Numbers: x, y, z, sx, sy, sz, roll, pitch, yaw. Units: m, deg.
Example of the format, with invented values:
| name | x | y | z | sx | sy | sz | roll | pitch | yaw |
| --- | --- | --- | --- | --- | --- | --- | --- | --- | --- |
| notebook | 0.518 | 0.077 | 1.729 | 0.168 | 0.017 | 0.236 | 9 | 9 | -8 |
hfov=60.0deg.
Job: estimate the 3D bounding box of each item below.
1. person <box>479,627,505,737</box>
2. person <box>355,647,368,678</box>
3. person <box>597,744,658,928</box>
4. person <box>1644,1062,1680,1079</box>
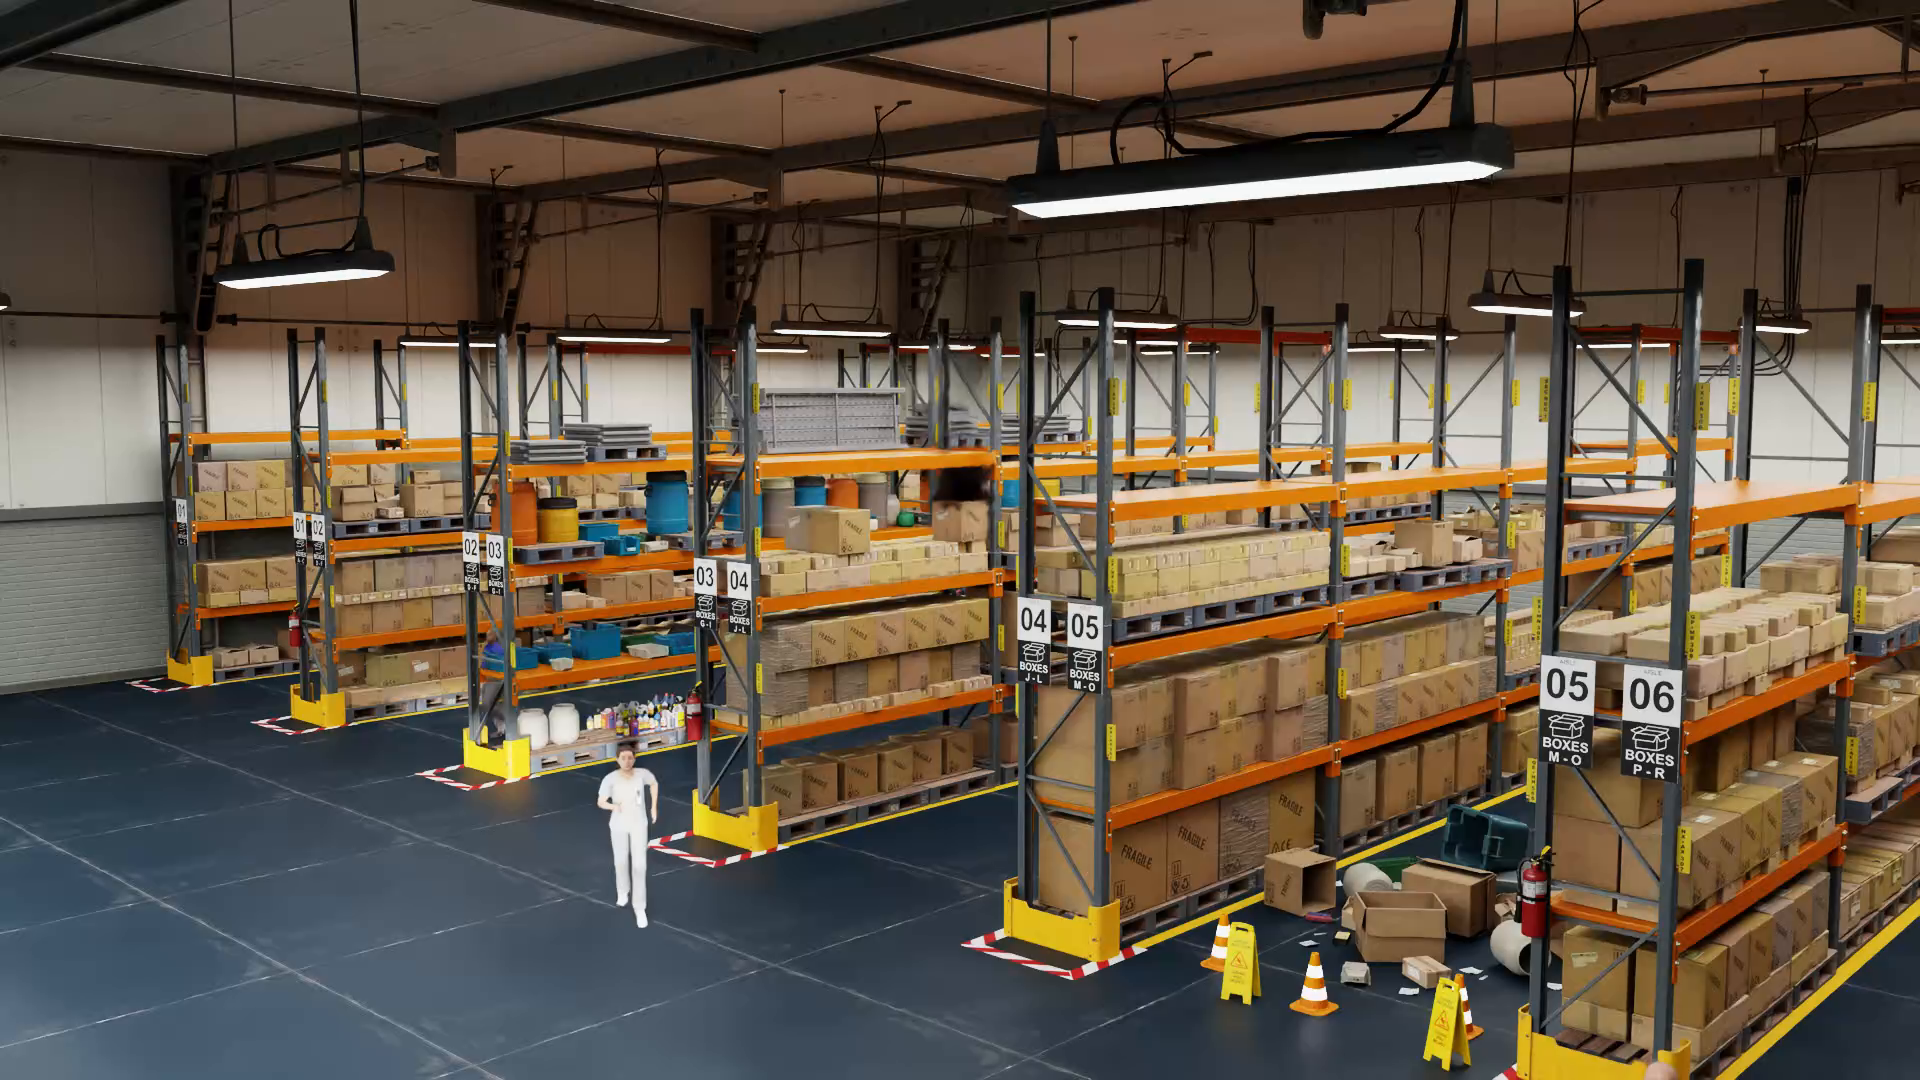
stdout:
| name | x | y | z | sx | sy | sz | roll | pitch | yaw |
| --- | --- | --- | --- | --- | --- | --- | --- | --- | --- |
| person | -6.830 | 2.086 | 24.220 | 0.561 | 1.618 | 0.562 | 4 | 7 | 37 |
| person | -10.166 | 1.706 | 28.365 | 0.507 | 1.600 | 0.667 | 4 | 7 | 36 |
| person | -3.210 | 2.804 | 16.077 | 0.569 | 1.709 | 0.842 | -1 | 5 | -12 |
| person | 3.512 | 3.511 | 8.467 | 0.722 | 1.731 | 0.666 | 2 | 6 | 22 |
